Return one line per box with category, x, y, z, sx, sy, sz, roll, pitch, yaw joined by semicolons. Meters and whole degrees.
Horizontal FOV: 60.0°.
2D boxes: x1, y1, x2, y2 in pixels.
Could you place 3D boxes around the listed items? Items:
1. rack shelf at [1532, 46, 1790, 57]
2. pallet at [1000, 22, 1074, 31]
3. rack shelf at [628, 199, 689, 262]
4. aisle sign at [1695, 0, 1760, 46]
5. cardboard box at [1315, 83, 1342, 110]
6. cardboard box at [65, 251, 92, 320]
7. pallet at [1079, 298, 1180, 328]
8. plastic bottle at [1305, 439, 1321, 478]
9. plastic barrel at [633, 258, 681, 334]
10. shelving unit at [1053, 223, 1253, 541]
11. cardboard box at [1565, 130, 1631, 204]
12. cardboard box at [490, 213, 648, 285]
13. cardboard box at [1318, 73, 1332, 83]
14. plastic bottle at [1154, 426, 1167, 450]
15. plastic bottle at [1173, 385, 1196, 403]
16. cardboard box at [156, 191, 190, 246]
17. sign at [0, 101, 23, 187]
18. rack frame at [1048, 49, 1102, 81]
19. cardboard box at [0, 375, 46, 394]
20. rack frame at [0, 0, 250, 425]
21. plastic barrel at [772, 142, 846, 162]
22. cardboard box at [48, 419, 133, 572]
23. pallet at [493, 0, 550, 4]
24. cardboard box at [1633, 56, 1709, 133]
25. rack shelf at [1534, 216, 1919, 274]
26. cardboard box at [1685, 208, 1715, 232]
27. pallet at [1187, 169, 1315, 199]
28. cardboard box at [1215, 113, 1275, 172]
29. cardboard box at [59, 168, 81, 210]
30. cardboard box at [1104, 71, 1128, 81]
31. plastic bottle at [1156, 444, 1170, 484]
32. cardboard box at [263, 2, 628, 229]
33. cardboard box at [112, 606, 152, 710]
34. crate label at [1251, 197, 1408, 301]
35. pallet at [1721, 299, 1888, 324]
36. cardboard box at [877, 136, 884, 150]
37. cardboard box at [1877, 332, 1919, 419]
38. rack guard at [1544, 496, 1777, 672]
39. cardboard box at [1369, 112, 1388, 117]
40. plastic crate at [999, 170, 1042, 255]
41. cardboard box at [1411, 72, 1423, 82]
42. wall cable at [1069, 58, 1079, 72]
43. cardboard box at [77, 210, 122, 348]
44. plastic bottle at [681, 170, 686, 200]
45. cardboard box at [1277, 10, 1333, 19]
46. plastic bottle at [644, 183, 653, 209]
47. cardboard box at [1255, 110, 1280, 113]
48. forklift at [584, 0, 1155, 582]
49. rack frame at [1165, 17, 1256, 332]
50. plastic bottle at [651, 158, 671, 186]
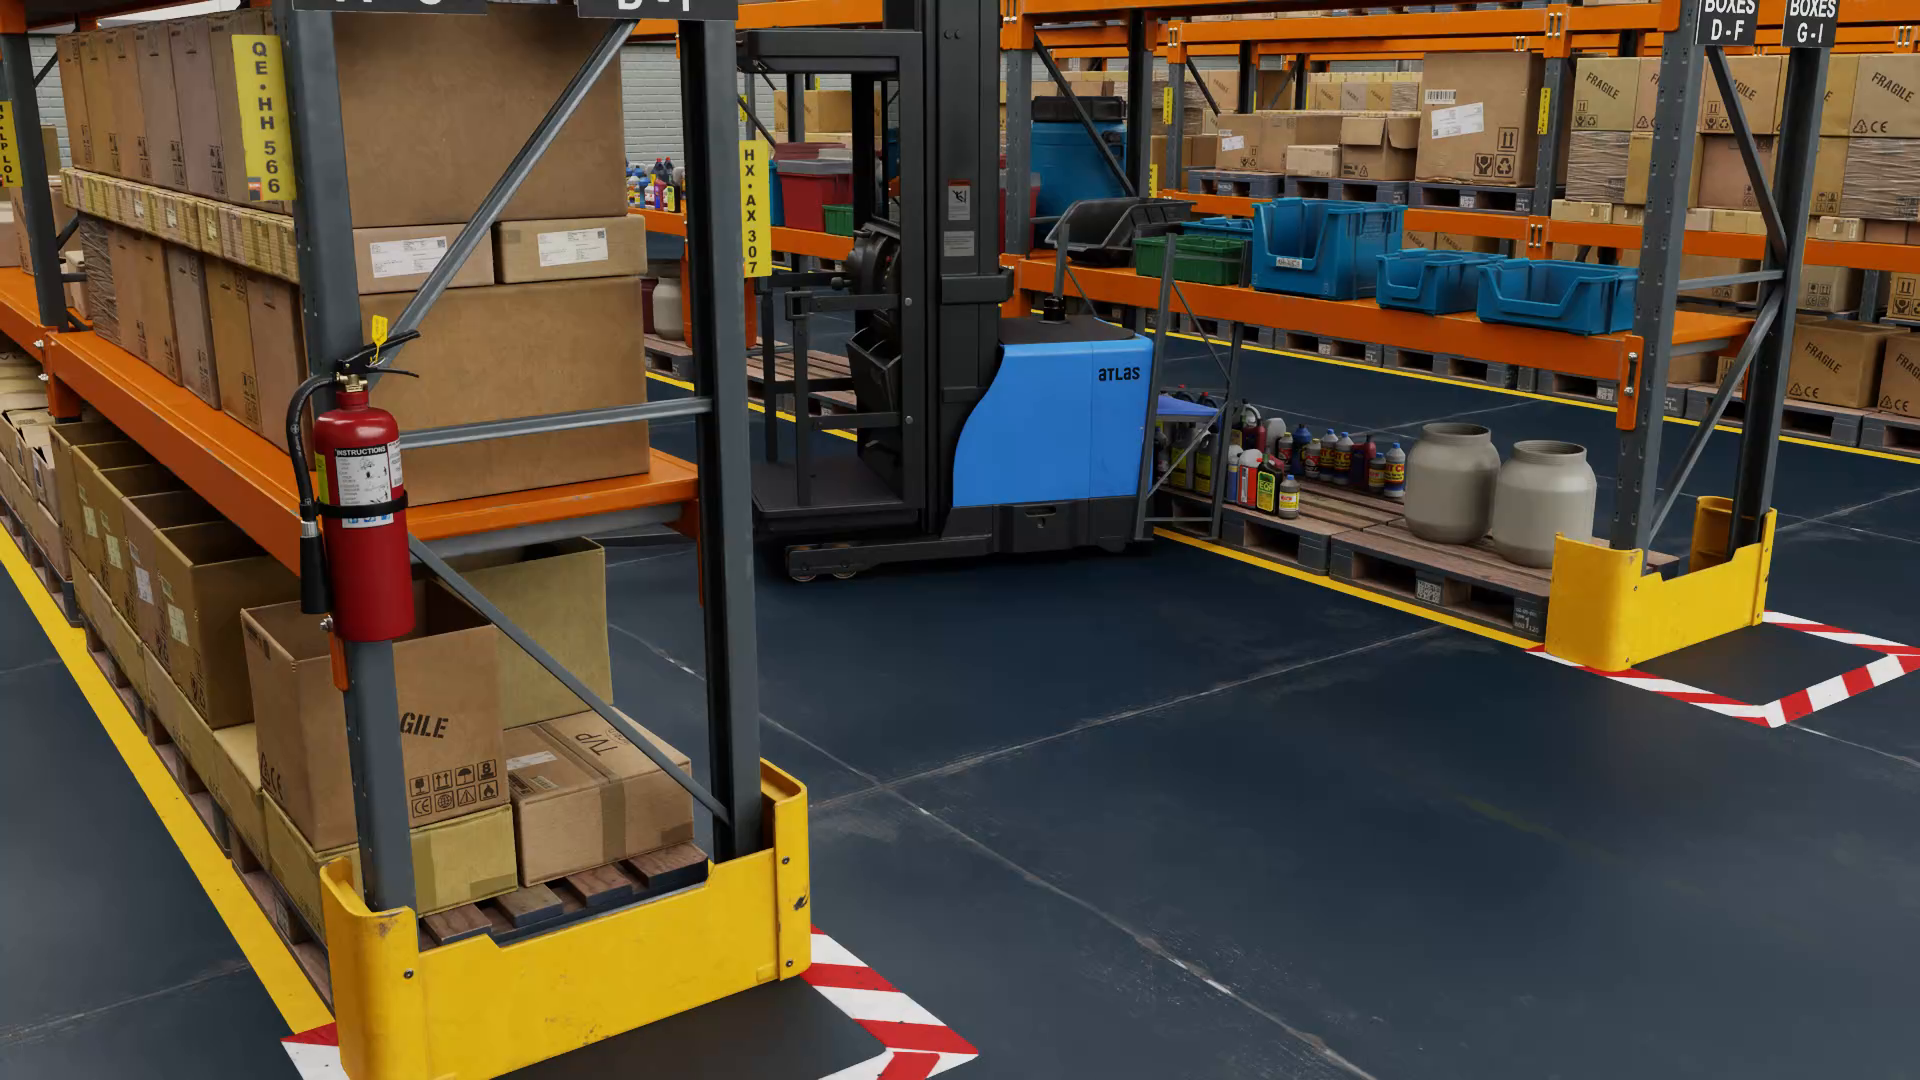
rack shelf;9.192;-6.573;22.590;1.077;0.370;4.000;-11;19;-35
pallet;0.579;-5.528;17.773;0.805;0.209;1.217;-12;19;-37
rack shelf;-2.830;-2.819;14.557;1.077;0.370;4.000;-11;19;-35
aisle sign;2.852;-2.223;6.092;0.394;0.787;0.004;-11;19;-35
cardboard box;6.026;-7.029;26.492;0.500;0.500;0.500;-11;19;-36
cardboard box;-3.636;-1.143;7.354;0.500;0.250;0.500;-9;18;-31
pallet;1.950;-2.343;16.736;1.003;0.211;1.213;-11;19;-35
plastic bottle;1.917;-0.444;8.985;0.097;0.201;0.097;0;15;0
plastic barrel;-2.619;-2.121;14.417;0.600;0.588;0.708;-11;19;-35
shelving unit;0.920;-0.843;8.637;0.538;1.500;1.048;0;12;-27
cardboard box;4.919;-2.740;12.151;0.875;0.500;0.500;-11;19;-35
cardboard box;-1.016;-0.741;4.183;0.380;0.149;0.250;-11;19;-35
cardboard box;5.921;-7.361;26.475;0.380;0.149;0.250;-10;18;-33
plastic bottle;1.065;-0.478;8.977;0.097;0.271;0.097;0;15;0
plastic bottle;1.310;-0.727;9.733;0.144;0.351;0.185;-11;19;-36
cardboard box;-2.252;-1.007;5.154;0.380;0.149;0.250;-11;19;-35
sign;-3.744;-1.551;6.517;0.100;0.325;0.005;-11;19;-35
rack frame;1.720;-5.964;24.686;1.000;3.000;0.127;-11;19;-35
cardboard box;-4.979;-0.740;8.949;0.500;0.311;0.500;-11;19;-36
rack frame;-3.311;-1.117;6.974;1.000;3.000;0.127;-11;19;-35
plastic barrel;-1.136;-2.753;12.693;0.600;0.536;0.708;-11;19;-35
cardboard box;-3.292;-0.207;6.644;0.500;0.500;0.500;-11;19;-35
pallet;-3.466;-4.797;15.095;1.213;0.211;1.003;-11;19;-35
cardboard box;5.058;-3.086;11.521;0.500;0.500;0.500;-11;19;-35
rack shelf;5.880;-1.880;11.124;1.077;0.370;4.000;-11;19;-35
cardboard box;5.162;-2.224;11.495;0.380;0.149;0.250;-11;19;-35
pallet;2.858;-3.280;15.240;1.213;0.211;1.003;-11;19;-35
cardboard box;2.702;-3.649;15.243;0.500;0.500;0.500;-14;21;-41
cardboard box;-3.310;-1.390;6.556;0.380;0.149;0.250;-11;19;-35
cardboard box;2.359;-6.280;23.192;0.500;0.500;0.500;-11;19;-36
plastic bottle;1.095;-0.406;8.846;0.097;0.201;0.097;0;15;0
cardboard box;-1.254;-1.050;4.082;0.700;0.500;0.500;-11;19;-34
cardboard box;-2.704;0.368;5.962;0.500;0.250;0.500;-11;19;-35
crate label;1.749;-1.399;7.938;0.502;0.435;0.616;-11;19;-35
pallet;8.261;-2.210;16.251;1.003;0.211;1.213;-11;19;-35
cardboard box;-0.778;-4.597;19.410;0.500;0.250;0.500;-10;18;-33
cardboard box;6.323;-1.055;10.687;0.500;0.500;0.500;-6;16;-20
rack guard;2.967;0.166;7.023;1.175;0.500;0.348;-11;19;-35
cardboard box;5.006;-4.934;19.476;0.380;0.149;0.250;-10;18;-32
plastic crate;0.166;-1.972;9.976;0.402;0.464;0.583;-11;19;-35
cardboard box;7.032;-6.987;25.110;0.380;0.149;0.250;-11;19;-35
wall cable;2.330;-8.460;31.820;0.585;1.953;0.123;-11;19;-35
cardboard box;-3.045;-1.071;6.619;0.700;0.500;0.500;-11;19;-36
plastic bottle;-2.372;-3.095;14.446;0.097;0.271;0.097;0;15;0
cardboard box;3.034;-4.524;14.027;0.500;0.250;0.500;-10;18;-33
plastic bottle;-2.483;-2.761;13.358;0.097;0.201;0.097;0;15;0
cardboard box;3.932;-5.323;20.896;0.380;0.149;0.250;-10;18;-32
forklift;-0.603;-1.371;8.034;3.031;2.935;1.130;-4;16;-14
rack frame;2.352;-3.508;15.710;1.000;3.000;0.127;-11;19;-35
plastic bottle;-2.597;-3.136;14.446;0.144;0.351;0.185;-11;19;-35
